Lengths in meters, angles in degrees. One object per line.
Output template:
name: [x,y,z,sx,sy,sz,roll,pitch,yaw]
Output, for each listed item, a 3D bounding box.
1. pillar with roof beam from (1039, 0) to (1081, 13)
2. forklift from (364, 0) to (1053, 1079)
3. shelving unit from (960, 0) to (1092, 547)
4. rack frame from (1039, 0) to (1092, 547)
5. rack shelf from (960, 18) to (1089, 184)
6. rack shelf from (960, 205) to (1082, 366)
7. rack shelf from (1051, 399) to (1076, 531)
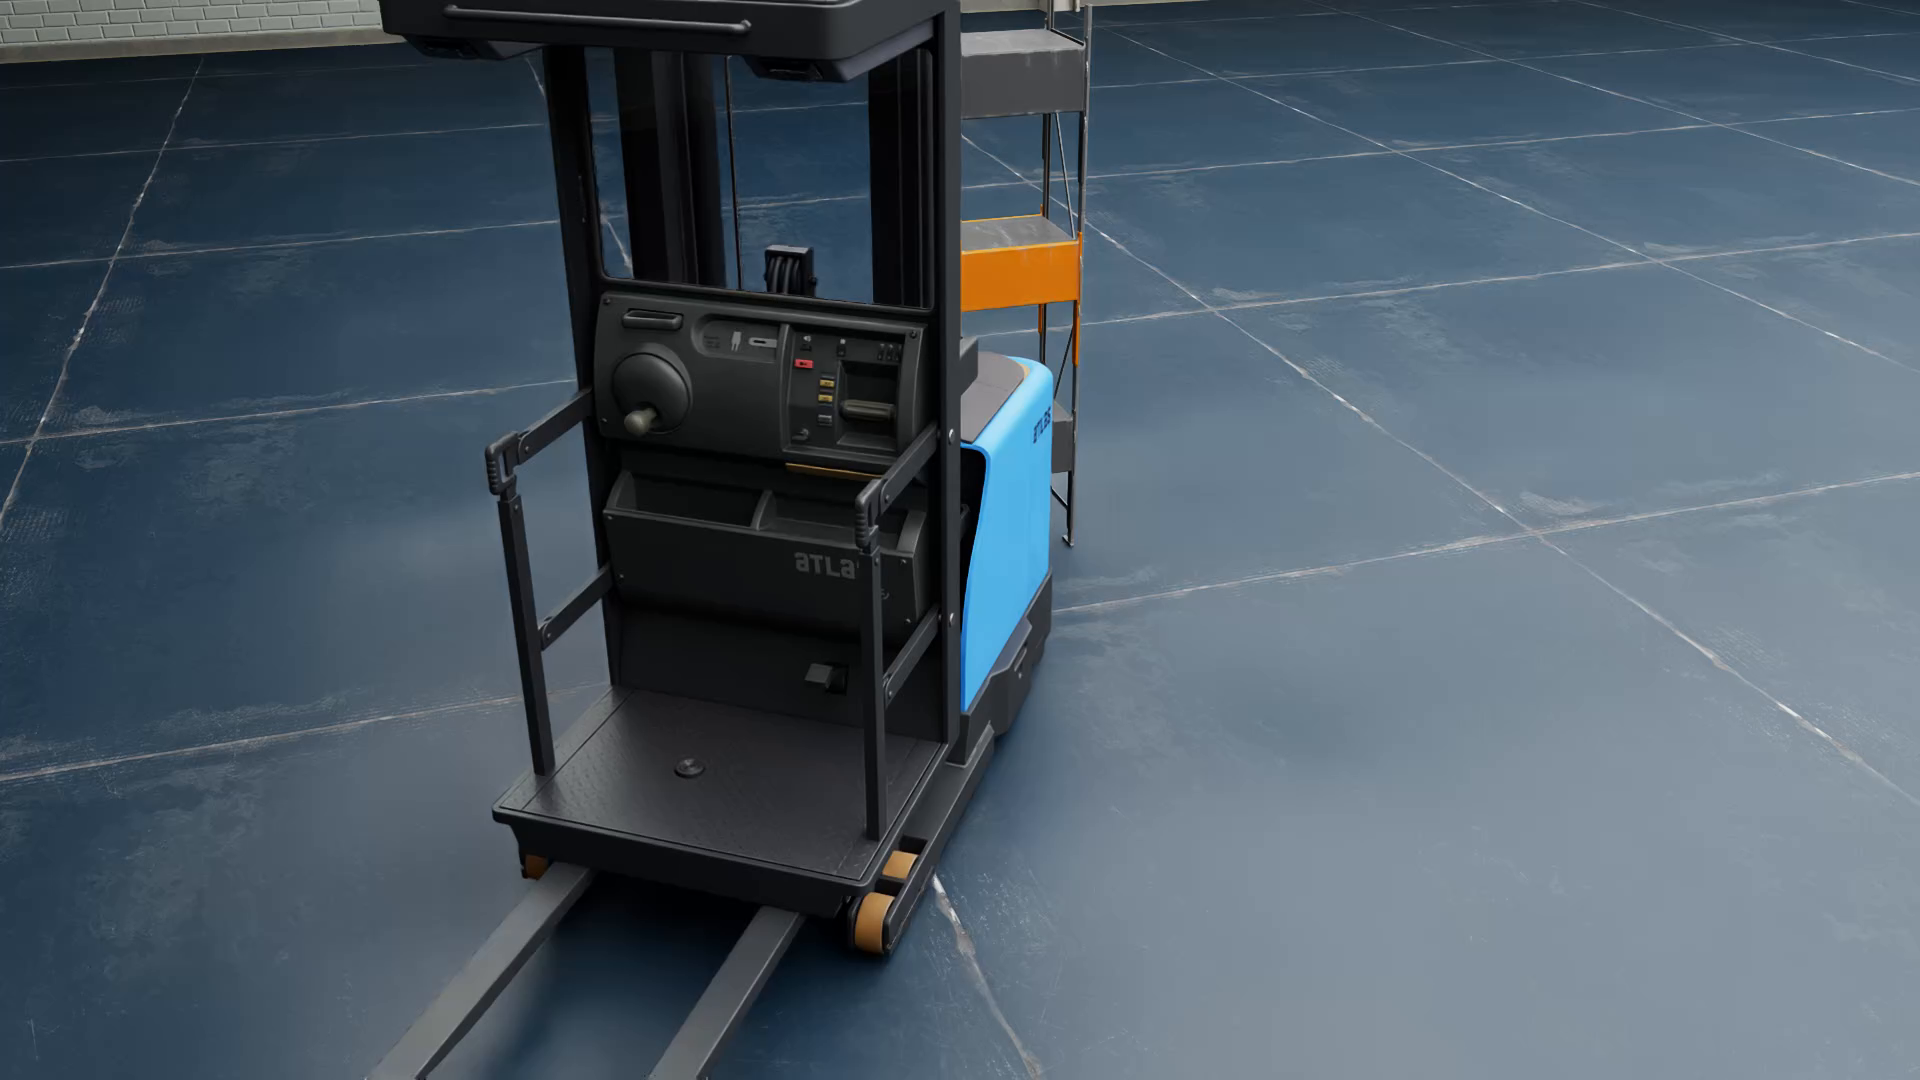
pillar with roof beam: [2.456,-8.222,13.192,0.400,9.000,9.100,-8,28,-16]
forklift: [-0.609,-0.393,4.246,1.130,2.935,3.031,8,28,16]
shelving unit: [0.157,-0.963,6.329,0.503,2.100,0.431,-8,28,-16]
rack frame: [0.389,-0.997,6.397,0.015,2.100,0.400,-8,28,-16]
rack shelf: [0.157,-1.578,6.024,0.480,0.518,0.431,-8,28,-16]
rack shelf: [0.157,-0.951,6.335,0.480,0.518,0.431,-8,28,-16]
rack shelf: [0.157,-0.324,6.646,0.480,0.518,0.431,-8,28,-16]
